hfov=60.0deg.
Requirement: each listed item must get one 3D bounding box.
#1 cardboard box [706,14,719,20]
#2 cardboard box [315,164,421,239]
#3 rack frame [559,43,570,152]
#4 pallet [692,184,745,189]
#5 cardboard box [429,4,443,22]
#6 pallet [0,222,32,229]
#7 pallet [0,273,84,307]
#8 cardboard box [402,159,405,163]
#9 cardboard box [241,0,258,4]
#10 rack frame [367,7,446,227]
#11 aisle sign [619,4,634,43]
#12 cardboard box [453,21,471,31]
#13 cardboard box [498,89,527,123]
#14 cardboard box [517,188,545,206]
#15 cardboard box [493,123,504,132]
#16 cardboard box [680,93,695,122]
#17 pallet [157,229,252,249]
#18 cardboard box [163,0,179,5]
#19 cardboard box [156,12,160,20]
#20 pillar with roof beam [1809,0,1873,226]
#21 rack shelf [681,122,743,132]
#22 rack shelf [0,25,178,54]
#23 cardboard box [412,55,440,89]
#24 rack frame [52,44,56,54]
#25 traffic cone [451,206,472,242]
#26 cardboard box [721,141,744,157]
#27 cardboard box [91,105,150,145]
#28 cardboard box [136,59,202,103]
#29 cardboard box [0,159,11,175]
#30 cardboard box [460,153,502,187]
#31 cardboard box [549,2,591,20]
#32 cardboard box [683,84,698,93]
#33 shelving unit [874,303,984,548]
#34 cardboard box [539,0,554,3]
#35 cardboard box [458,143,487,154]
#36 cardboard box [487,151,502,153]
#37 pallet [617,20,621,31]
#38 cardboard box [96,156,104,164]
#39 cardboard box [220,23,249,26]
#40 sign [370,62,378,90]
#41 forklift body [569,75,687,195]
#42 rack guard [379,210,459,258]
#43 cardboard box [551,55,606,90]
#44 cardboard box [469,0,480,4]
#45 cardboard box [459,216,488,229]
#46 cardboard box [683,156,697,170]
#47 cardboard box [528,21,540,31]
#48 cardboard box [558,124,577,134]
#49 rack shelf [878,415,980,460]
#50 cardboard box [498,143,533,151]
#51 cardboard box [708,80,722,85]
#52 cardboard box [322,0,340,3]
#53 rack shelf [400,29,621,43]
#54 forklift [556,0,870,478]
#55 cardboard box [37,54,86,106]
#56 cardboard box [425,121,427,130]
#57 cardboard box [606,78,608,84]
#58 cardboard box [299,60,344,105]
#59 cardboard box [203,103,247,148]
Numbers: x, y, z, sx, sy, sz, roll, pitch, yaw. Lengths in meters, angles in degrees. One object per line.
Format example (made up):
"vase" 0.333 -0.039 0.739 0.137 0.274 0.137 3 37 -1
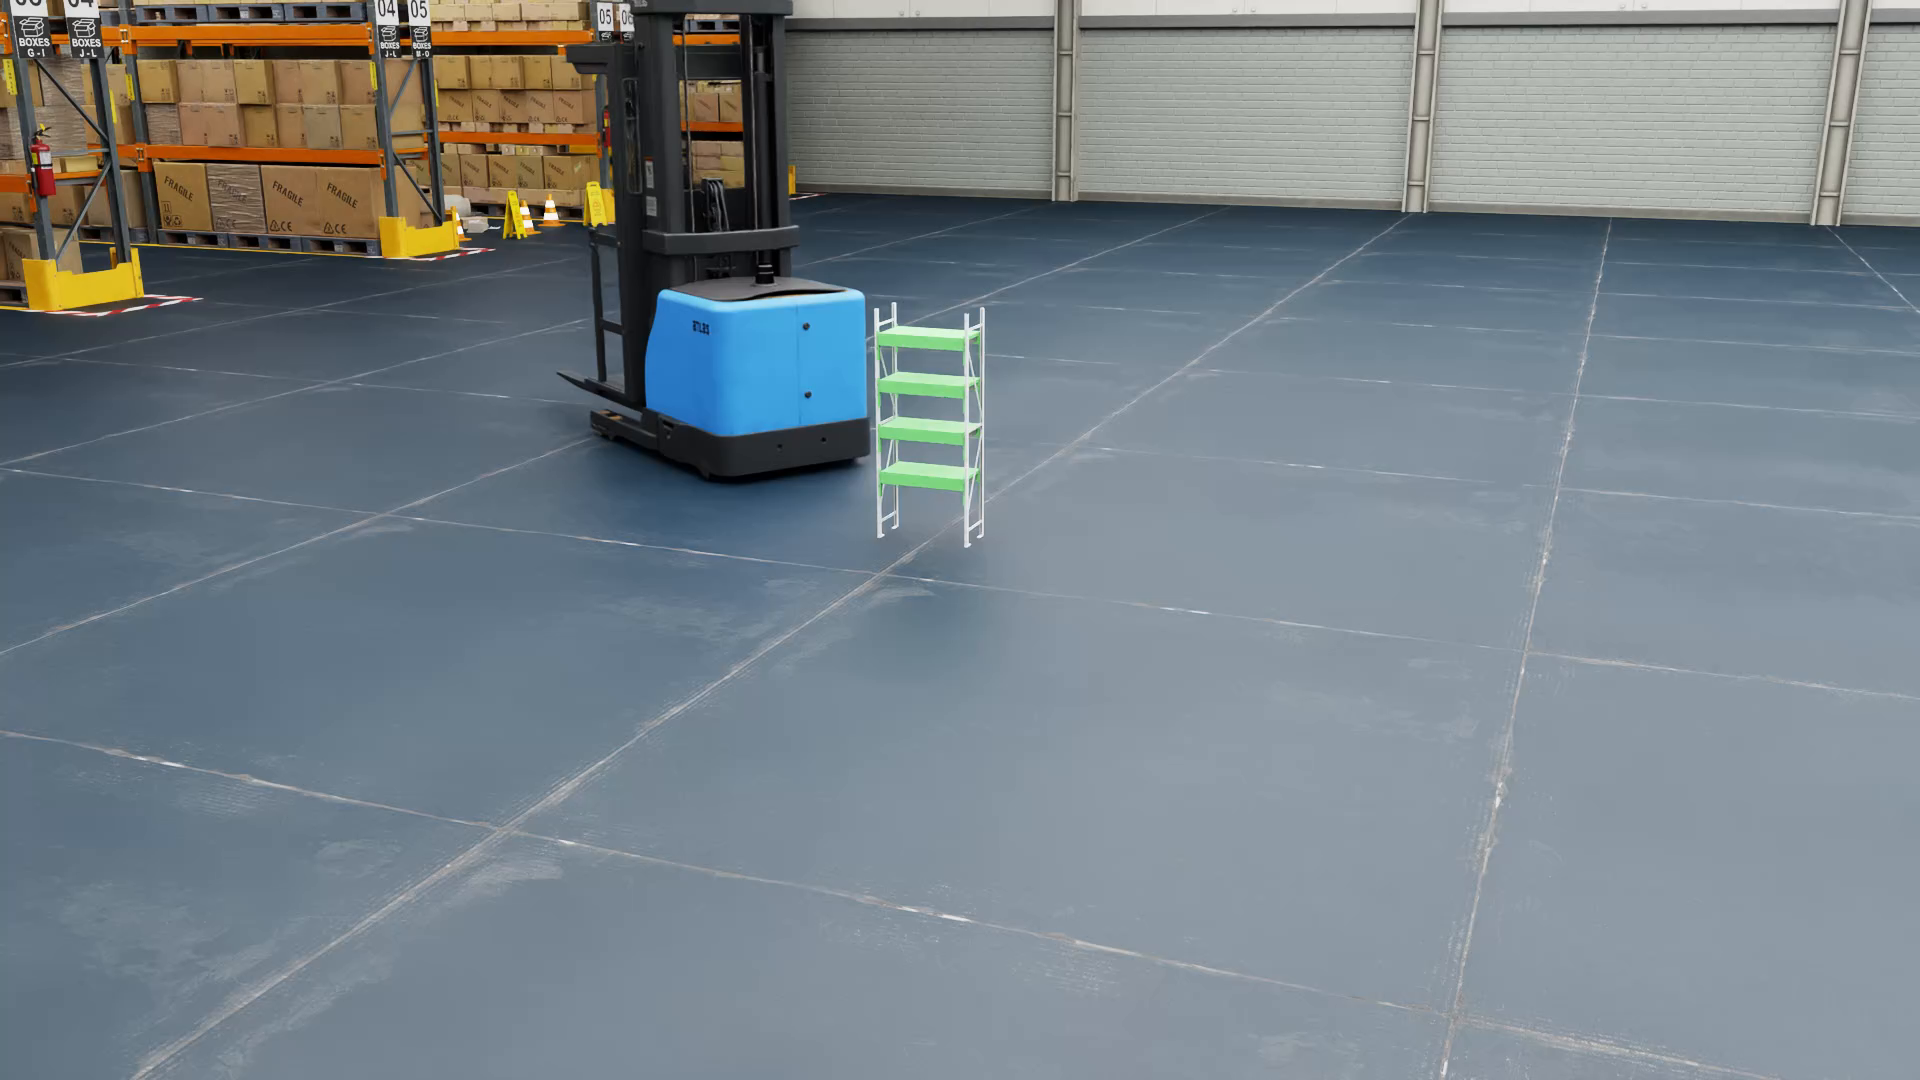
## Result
"cardboard box" -4.300 -9.301 29.469 0.250 0.149 0.380 6 17 19
"cardboard box" -7.613 -4.377 21.429 0.875 0.875 0.875 6 17 21
"rack frame" -7.139 -8.135 31.314 0.127 3.000 1.000 6 17 21
"pallet" -4.145 -6.454 30.525 1.213 0.211 1.003 6 17 21
"cardboard box" -8.165 -8.192 25.866 0.500 0.250 0.500 6 17 20
"pallet" -13.694 -4.523 23.874 1.213 0.211 1.003 6 17 21
"pallet" -9.685 -2.628 17.349 1.213 0.211 1.003 6 17 21
"cardboard box" -11.332 -7.533 32.970 0.500 0.500 0.500 7 18 22
"cardboard box" -8.810 -6.815 20.908 0.250 0.149 0.380 7 17 21
"rack frame" -6.958 -5.144 21.011 0.127 3.000 1.000 6 17 21
"aisle sign" -5.064 -7.760 25.361 0.004 0.787 0.394 6 17 21
"cardboard box" -7.590 -7.917 25.633 0.250 0.149 0.380 6 17 20
"cardboard box" -6.770 -6.717 25.718 0.500 0.500 0.500 6 17 20
"cardboard box" -6.565 -5.387 26.028 0.500 0.250 0.500 6 17 21
"cardboard box" -7.077 -6.461 26.000 0.250 0.149 0.380 6 17 21
"cardboard box" -4.928 -7.863 30.201 0.500 0.500 0.500 6 17 20
"pallet" -10.000 -4.116 22.471 1.213 0.211 1.003 6 17 21
"cardboard box" -9.992 -6.945 21.354 0.250 0.149 0.380 6 17 21
"cardboard box" -13.084 -8.947 27.795 0.637 0.503 0.797 5 17 17
"pillar with roof beam" 11.430 -7.954 19.930 0.400 9.000 9.100 6 17 21
"rack shelf" -5.278 -7.585 30.710 4.000 0.370 1.077 6 17 21
"rack shelf" -12.540 -6.852 22.807 4.000 0.370 1.077 6 17 21
"cardboard box" -8.160 -7.359 26.135 0.500 0.500 0.700 6 17 21
"rack frame" -16.399 -7.665 29.697 0.127 3.000 1.000 6 17 21
"traffic cone" -6.931 -4.348 22.820 0.334 0.463 0.336 6 17 21
"cardboard box" -3.961 -7.053 29.973 0.500 0.250 0.500 7 18 22
"cardboard box" -11.263 -5.585 22.352 0.500 0.500 0.500 6 17 20
"cardboard box" -10.348 -6.097 22.088 0.550 0.550 0.875 6 17 21
"cardboard box" -9.445 -3.748 16.655 0.250 0.149 0.380 6 17 21
"cardboard box" -7.523 -5.853 26.287 0.500 0.500 0.500 7 18 24
"cardboard box" -5.811 -7.932 24.970 0.500 0.250 0.500 6 17 20
"cardboard box" -4.803 -8.152 30.031 0.250 0.149 0.380 6 17 19
"shelving unit" -0.154 -0.593 8.565 0.503 1.200 0.258 6 17 21
"cardboard box" -6.129 -8.156 25.028 0.250 0.149 0.380 6 17 20
"cardboard box" -7.682 -6.162 26.190 0.250 0.149 0.380 7 18 24
"cardboard box" -7.359 -5.994 26.773 0.500 0.500 0.500 7 18 24
"pallet" -6.336 -9.452 30.631 1.213 0.211 1.003 6 17 21
"cardboard box" -14.950 -6.713 29.476 0.875 0.875 0.875 7 18 22
"cardboard box" -11.800 -8.645 27.513 0.500 0.500 0.700 6 17 21
"sign" -7.170 -5.674 20.337 0.005 0.325 0.100 6 17 21
"forklift body" -5.851 -7.039 29.061 1.214 2.155 2.313 6 17 21
"rack guard" -6.936 -3.941 21.351 0.348 0.500 1.175 6 17 21
"cardboard box" -5.791 -7.104 25.259 0.500 0.500 0.700 6 17 19
"cardboard box" -7.307 -8.295 25.507 0.250 0.149 0.380 7 17 22
"cardboard box" -7.196 -4.679 24.523 0.380 0.149 0.250 -12 20 -37
"cardboard box" -4.936 -6.917 30.401 0.500 0.250 0.500 6 17 19
"cardboard box" -6.360 -7.818 25.293 0.250 0.149 0.380 6 17 21
"cardboard box" -5.939 -6.297 25.435 0.250 0.149 0.380 6 17 20
"rack shelf" -0.154 -0.532 8.583 0.480 0.148 0.258 6 17 21
"cardboard box" -8.348 -7.328 32.041 0.625 0.625 0.875 6 17 20
"cardboard box" -4.323 -8.247 29.824 0.250 0.149 0.380 7 17 22
"cardboard box" -7.626 -6.685 20.459 0.250 0.149 0.380 6 17 21
"rack shelf" -7.096 -7.737 25.856 4.000 0.370 1.077 6 17 21
"forklift" -1.804 -2.127 10.742 1.130 2.935 3.031 -11 19 -33
"cardboard box" -9.284 -4.666 16.858 0.500 0.500 0.500 6 17 21
"cardboard box" -8.269 -6.579 26.407 0.250 0.149 0.380 6 17 20
"cardboard box" -6.434 -8.500 30.697 0.250 0.149 0.380 6 17 20
"cardboard box" -7.834 -5.815 21.116 0.550 0.550 0.875 6 17 21
"cardboard box" -9.352 -5.454 21.811 0.550 0.550 0.875 6 17 21
